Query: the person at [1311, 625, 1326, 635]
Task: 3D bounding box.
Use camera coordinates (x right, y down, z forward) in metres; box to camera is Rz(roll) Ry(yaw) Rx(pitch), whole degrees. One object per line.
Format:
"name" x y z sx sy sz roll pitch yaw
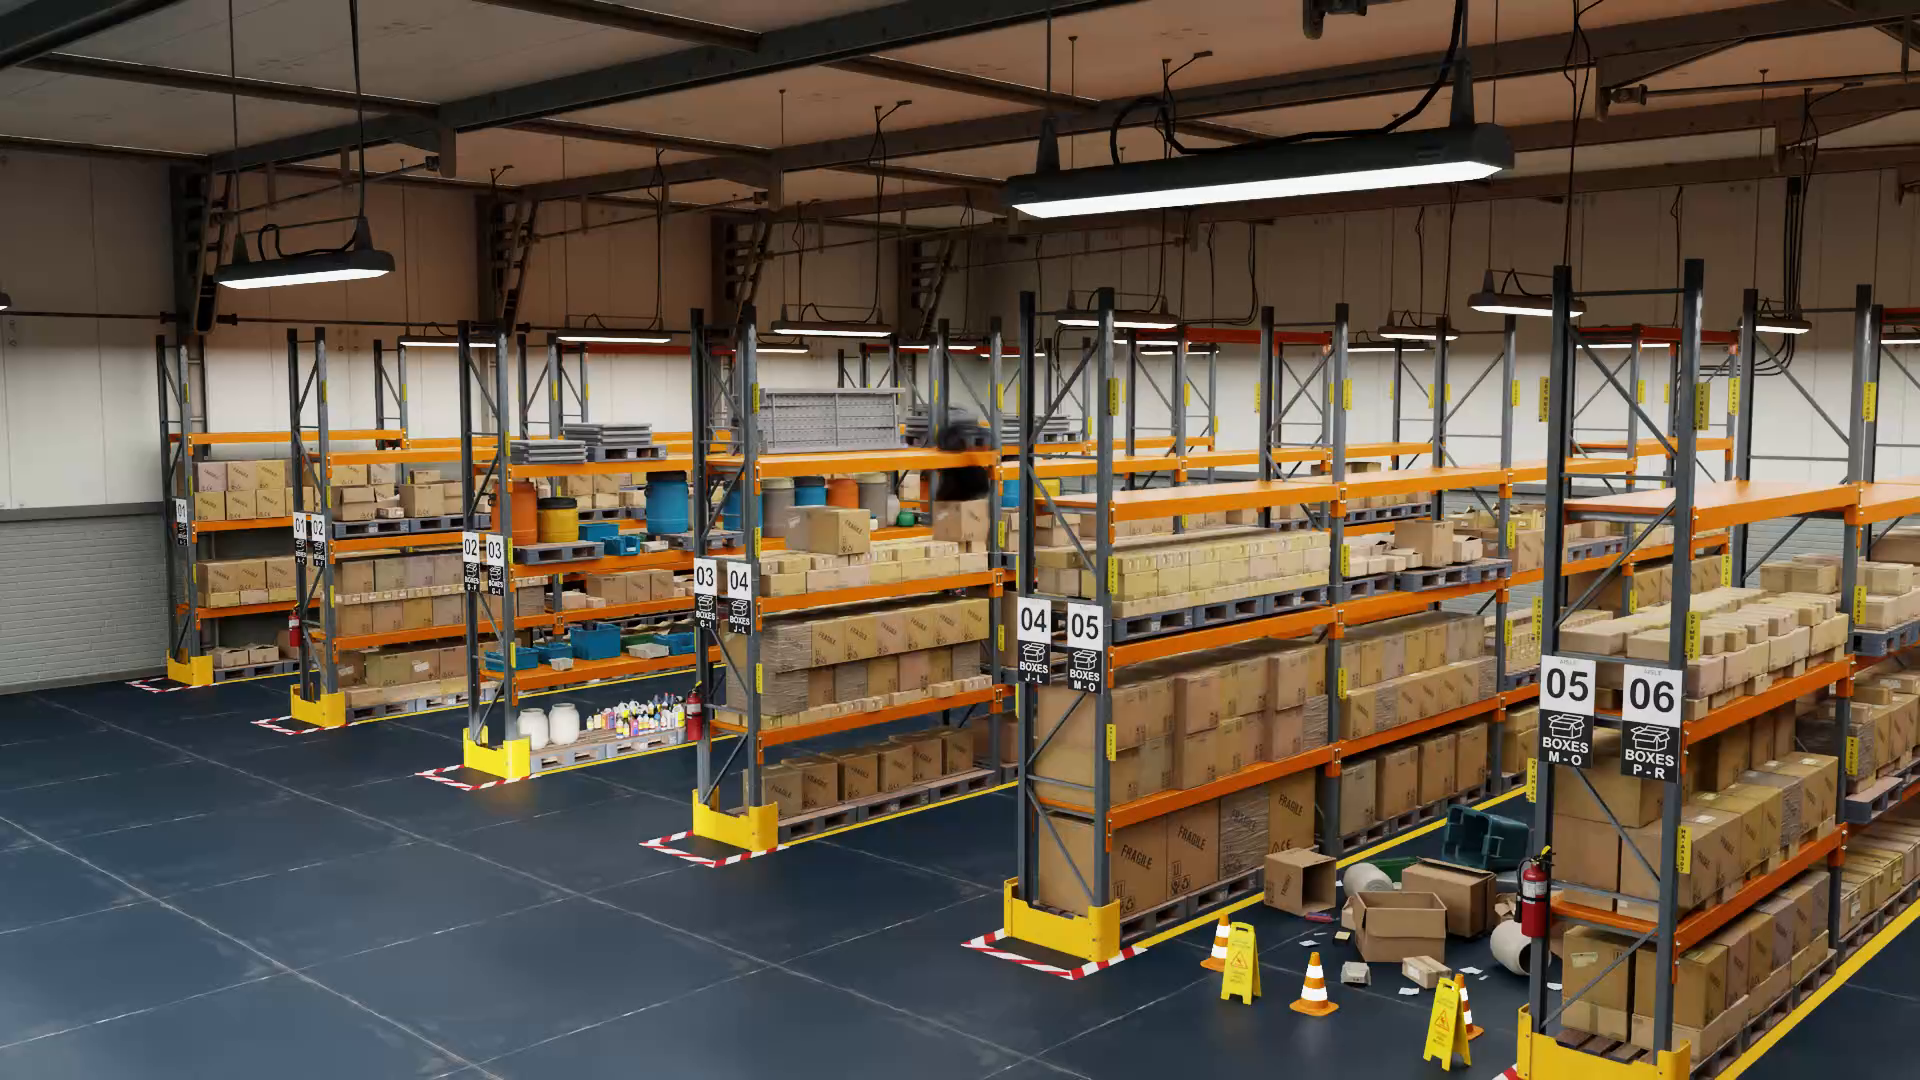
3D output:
"person" 5.248 2.053 24.389 0.632 1.673 0.575 5 7 42
